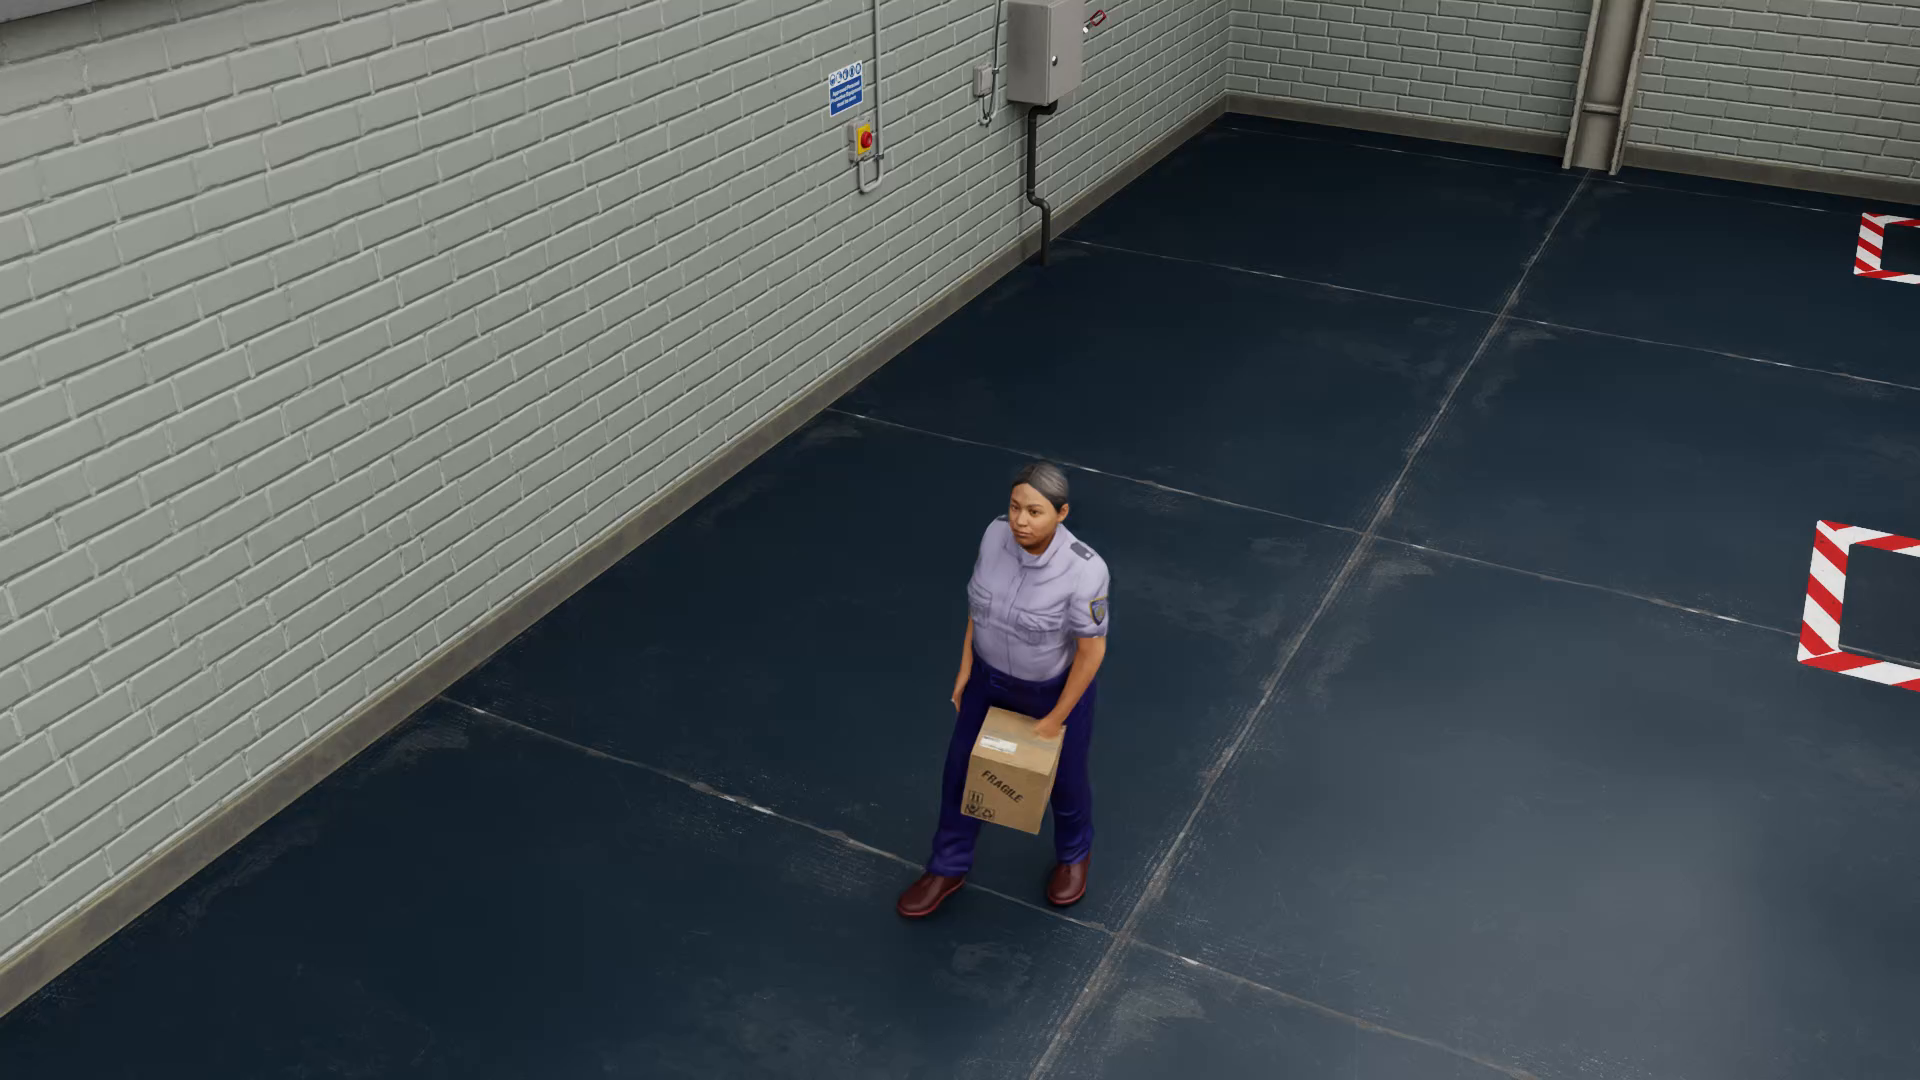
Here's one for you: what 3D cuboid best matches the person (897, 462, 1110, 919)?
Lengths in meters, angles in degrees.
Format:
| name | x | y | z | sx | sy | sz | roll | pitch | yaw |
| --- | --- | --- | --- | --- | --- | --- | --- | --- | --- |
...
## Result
| name | x | y | z | sx | sy | sz | roll | pitch | yaw |
| --- | --- | --- | --- | --- | --- | --- | --- | --- | --- |
| person | 0.175 | 0.517 | 5.263 | 0.552 | 1.623 | 0.668 | 19 | 35 | 30 |
